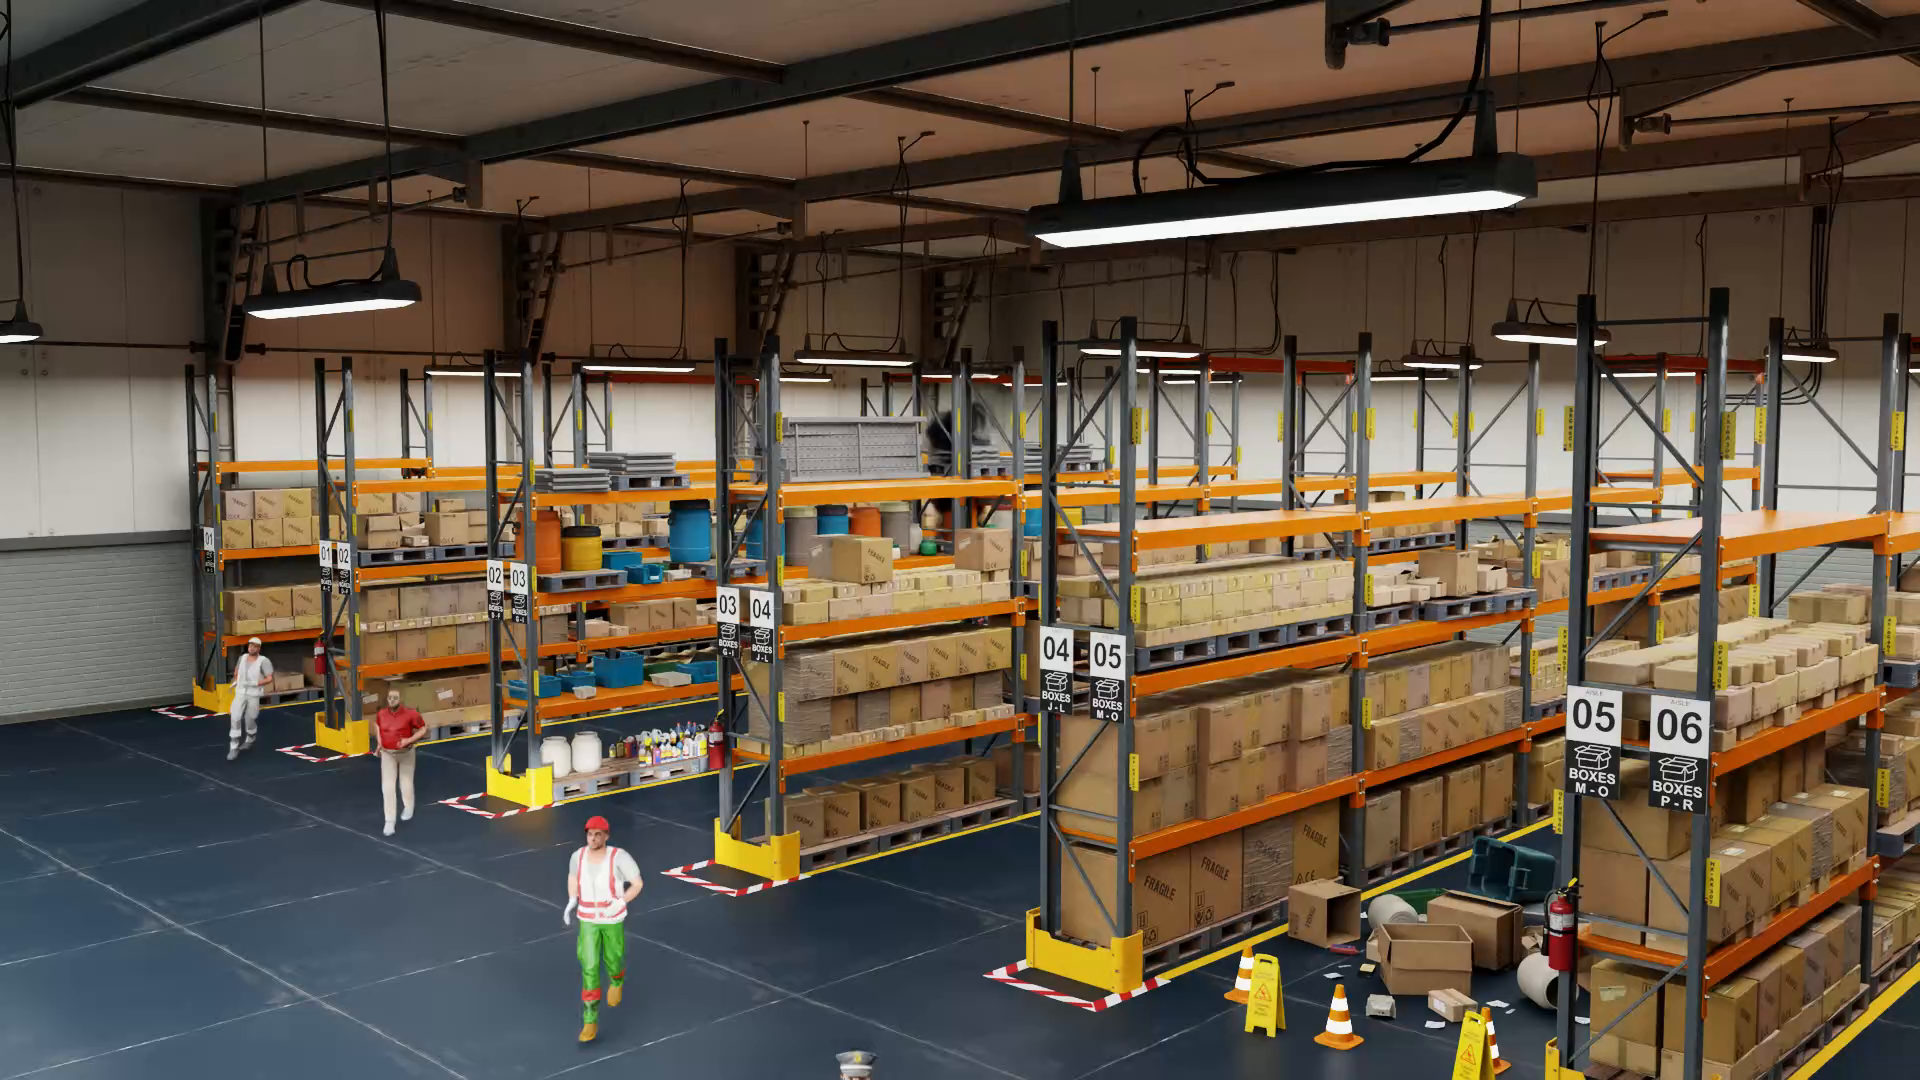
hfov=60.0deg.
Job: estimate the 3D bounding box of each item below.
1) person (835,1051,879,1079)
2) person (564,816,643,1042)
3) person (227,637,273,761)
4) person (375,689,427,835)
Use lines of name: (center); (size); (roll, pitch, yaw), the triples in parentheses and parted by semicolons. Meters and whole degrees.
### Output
person: (-0.595, 3.624, 9.387); (0.644, 1.666, 0.677); (0, 4, -6)
person: (-2.976, 3.172, 13.919); (0.661, 1.780, 0.947); (0, 4, 1)
person: (-10.675, 2.352, 24.979); (0.694, 1.768, 0.910); (0, 4, -5)
person: (-6.963, 2.724, 20.720); (0.653, 1.788, 0.829); (-1, 4, -7)
